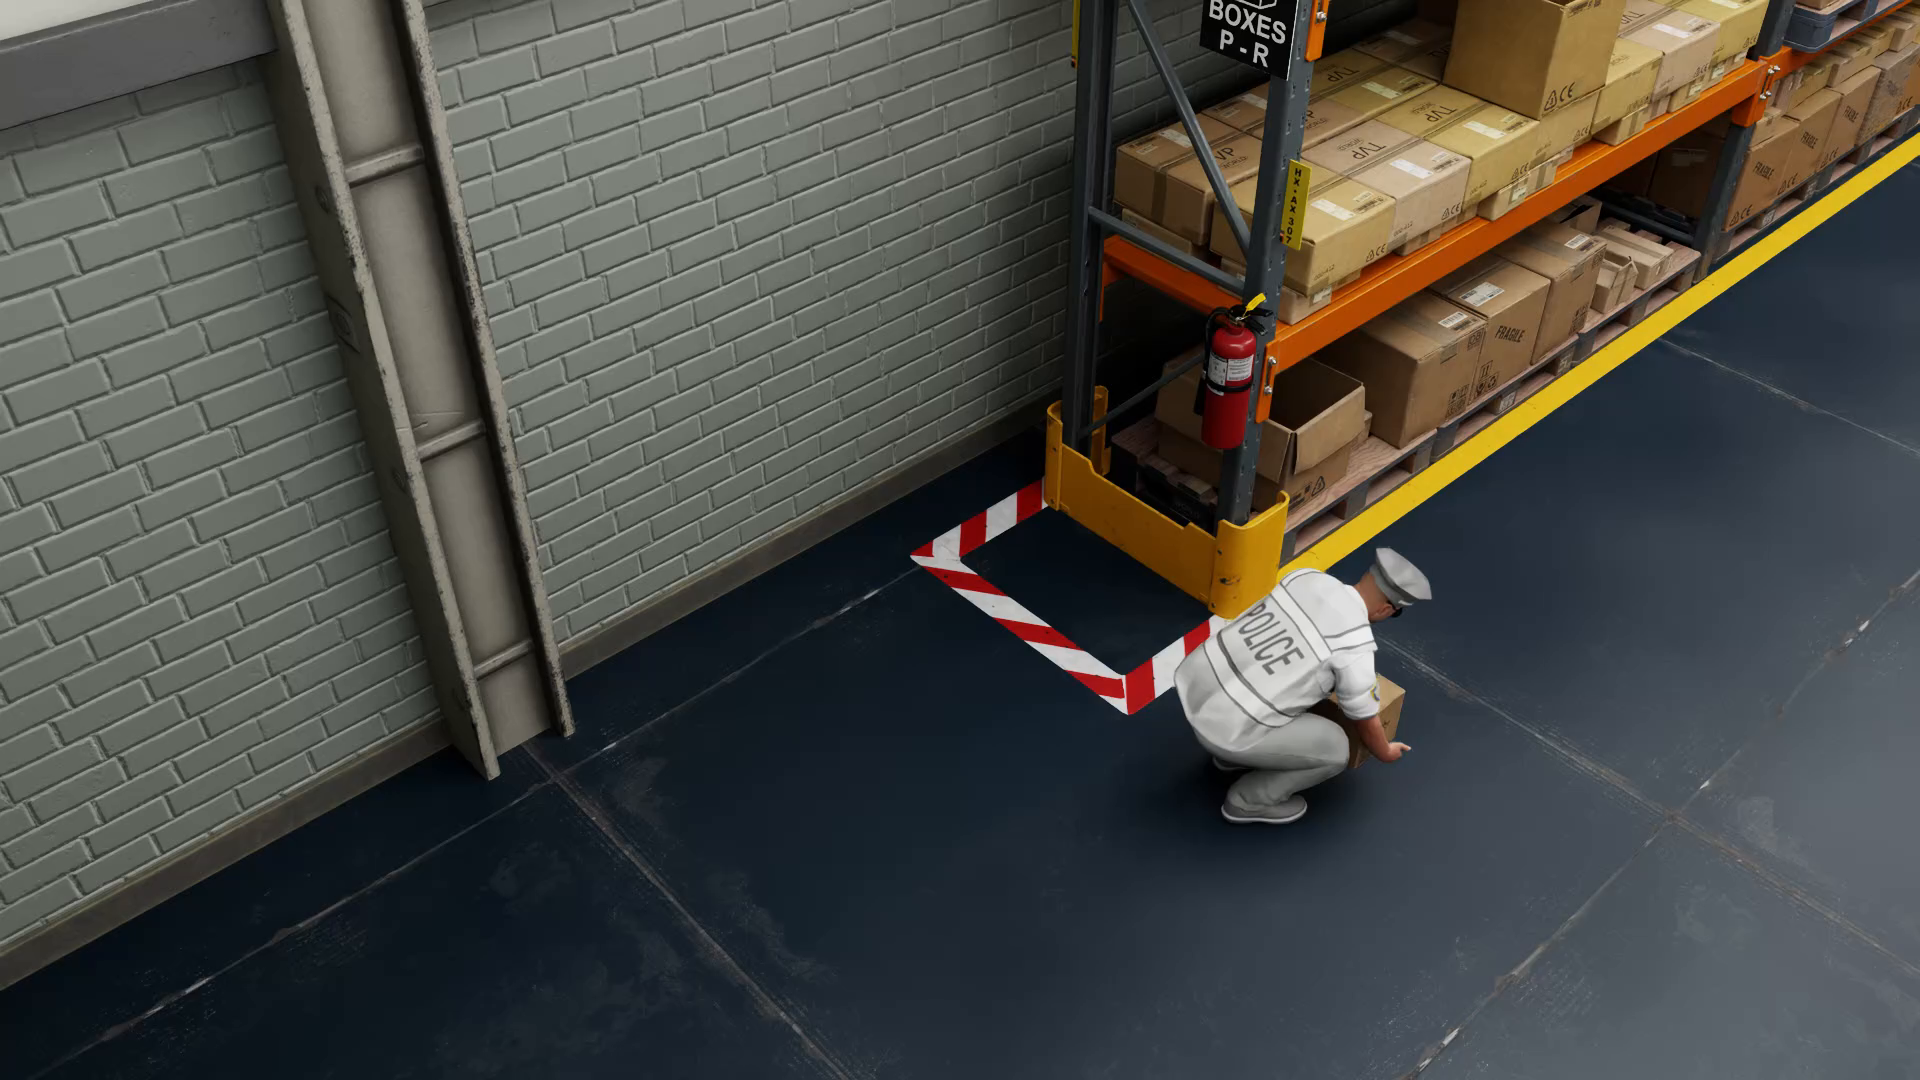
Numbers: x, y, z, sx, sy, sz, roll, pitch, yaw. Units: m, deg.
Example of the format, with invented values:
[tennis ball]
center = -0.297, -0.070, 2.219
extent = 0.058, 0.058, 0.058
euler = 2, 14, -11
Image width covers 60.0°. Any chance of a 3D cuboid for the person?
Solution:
[person]
center = 1.235, 0.534, 6.111
extent = 0.905, 0.987, 0.576
euler = -6, 40, -7
